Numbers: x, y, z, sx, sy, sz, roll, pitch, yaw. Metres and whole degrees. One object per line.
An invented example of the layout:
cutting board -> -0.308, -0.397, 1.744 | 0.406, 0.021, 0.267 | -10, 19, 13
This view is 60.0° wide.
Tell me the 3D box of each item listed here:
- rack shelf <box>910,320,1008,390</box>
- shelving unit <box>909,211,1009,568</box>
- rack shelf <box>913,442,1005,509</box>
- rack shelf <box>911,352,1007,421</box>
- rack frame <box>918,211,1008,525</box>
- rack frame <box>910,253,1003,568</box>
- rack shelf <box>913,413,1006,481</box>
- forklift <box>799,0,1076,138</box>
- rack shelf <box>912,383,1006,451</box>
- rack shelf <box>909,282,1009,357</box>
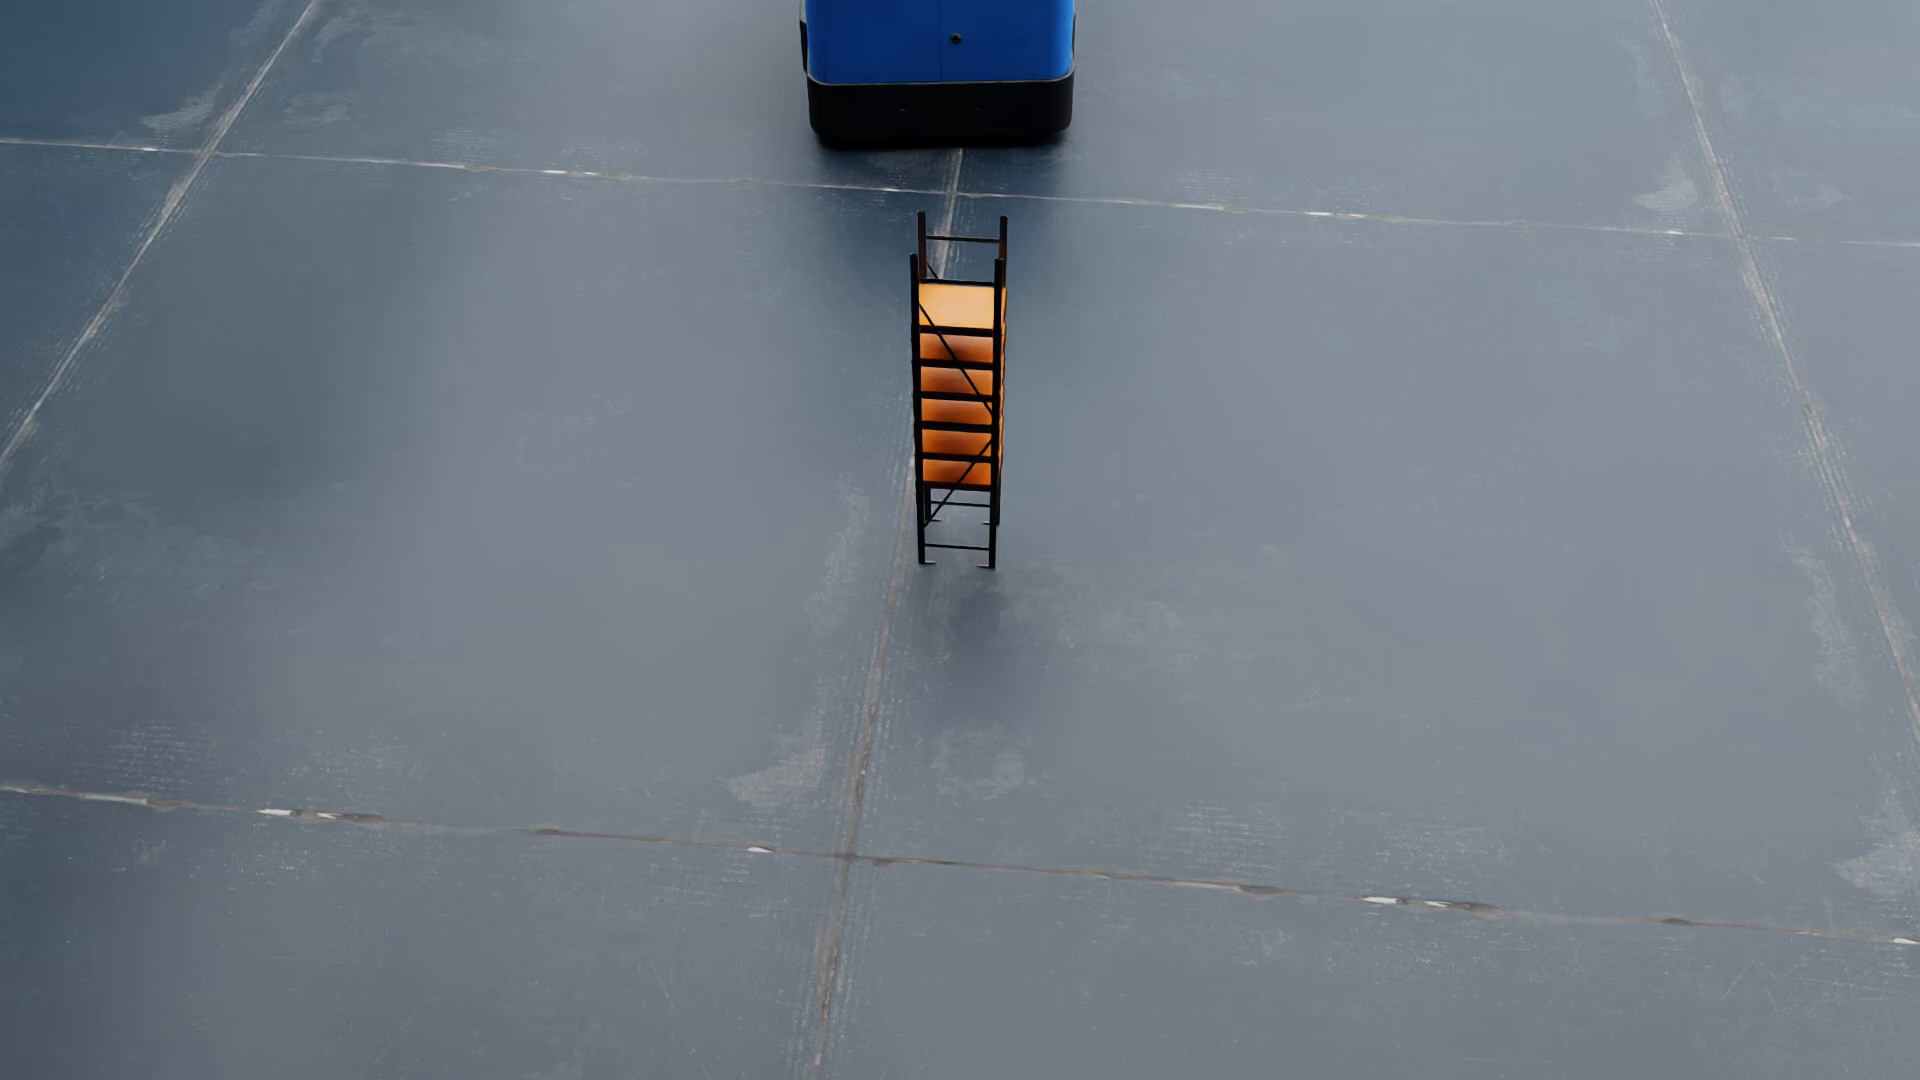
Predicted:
rack shelf -> -0.001, -0.526, 4.653 | 0.258, 0.103, 0.180 | 4, 48, 4
shelving unit -> -0.001, -0.394, 4.798 | 0.258, 1.200, 0.189 | 4, 48, 4
rack shelf -> -0.001, -0.202, 5.007 | 0.258, 0.103, 0.180 | 4, 48, 4
rack shelf -> -0.001, -0.445, 4.742 | 0.258, 0.103, 0.180 | 4, 48, 4
rack frame -> 0.007, -0.462, 4.859 | 0.240, 1.200, 0.006 | 4, 48, 4
rack frame -> -0.010, -0.327, 4.736 | 0.240, 1.200, 0.006 | 4, 48, 4
rack shelf -> -0.001, -0.283, 4.919 | 0.258, 0.103, 0.180 | 4, 48, 4
forklift -> -0.124, -3.667, 6.617 | 1.130, 2.935, 3.031 | -1, 48, -1
rack shelf -> -0.001, -0.364, 4.830 | 0.258, 0.103, 0.180 | 4, 48, 4
rack shelf -> -0.001, -0.607, 4.565 | 0.258, 0.103, 0.180 | 4, 48, 4
